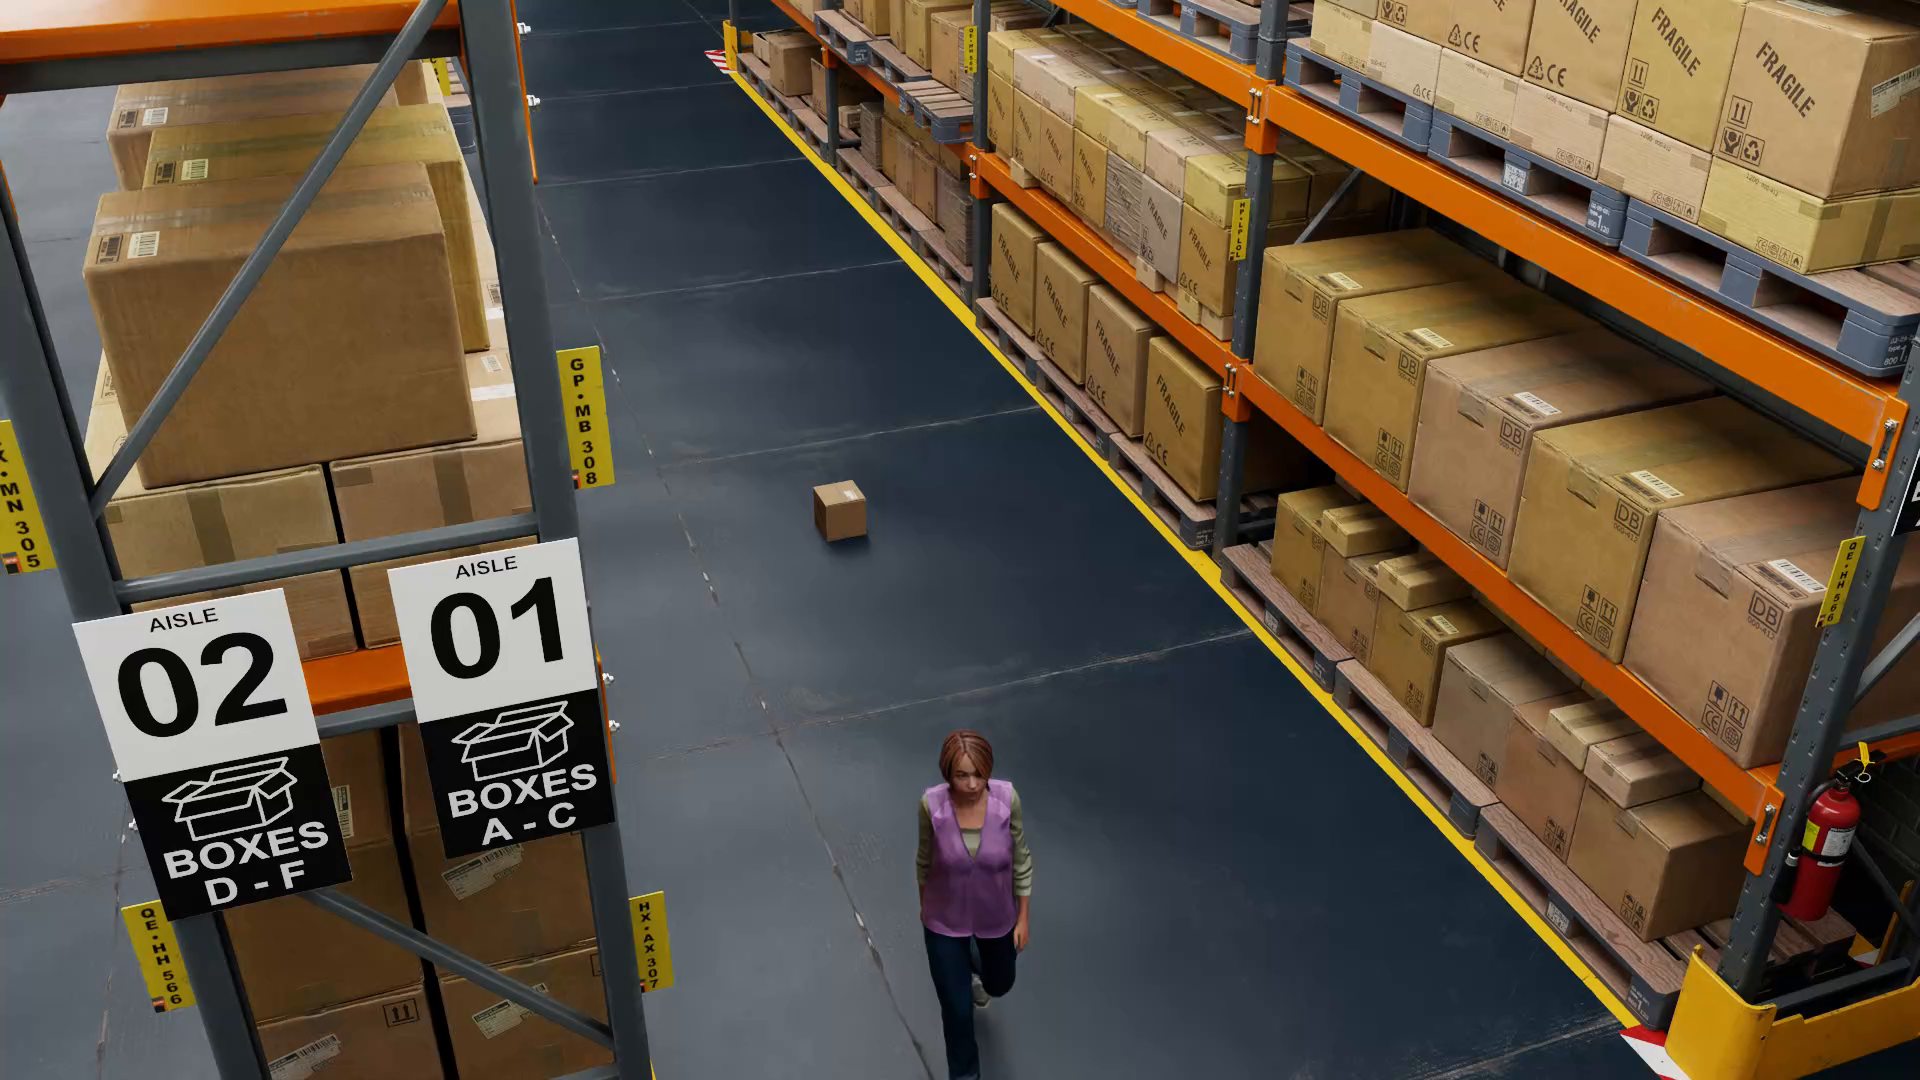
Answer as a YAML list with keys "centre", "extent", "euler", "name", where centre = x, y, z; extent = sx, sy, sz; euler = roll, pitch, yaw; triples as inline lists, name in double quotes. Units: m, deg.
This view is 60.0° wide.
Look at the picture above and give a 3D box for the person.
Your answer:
- centre: [0.049, 1.329, 6.046]
  extent: [0.412, 1.567, 0.788]
  euler: [-4, 31, -7]
  name: "person"
